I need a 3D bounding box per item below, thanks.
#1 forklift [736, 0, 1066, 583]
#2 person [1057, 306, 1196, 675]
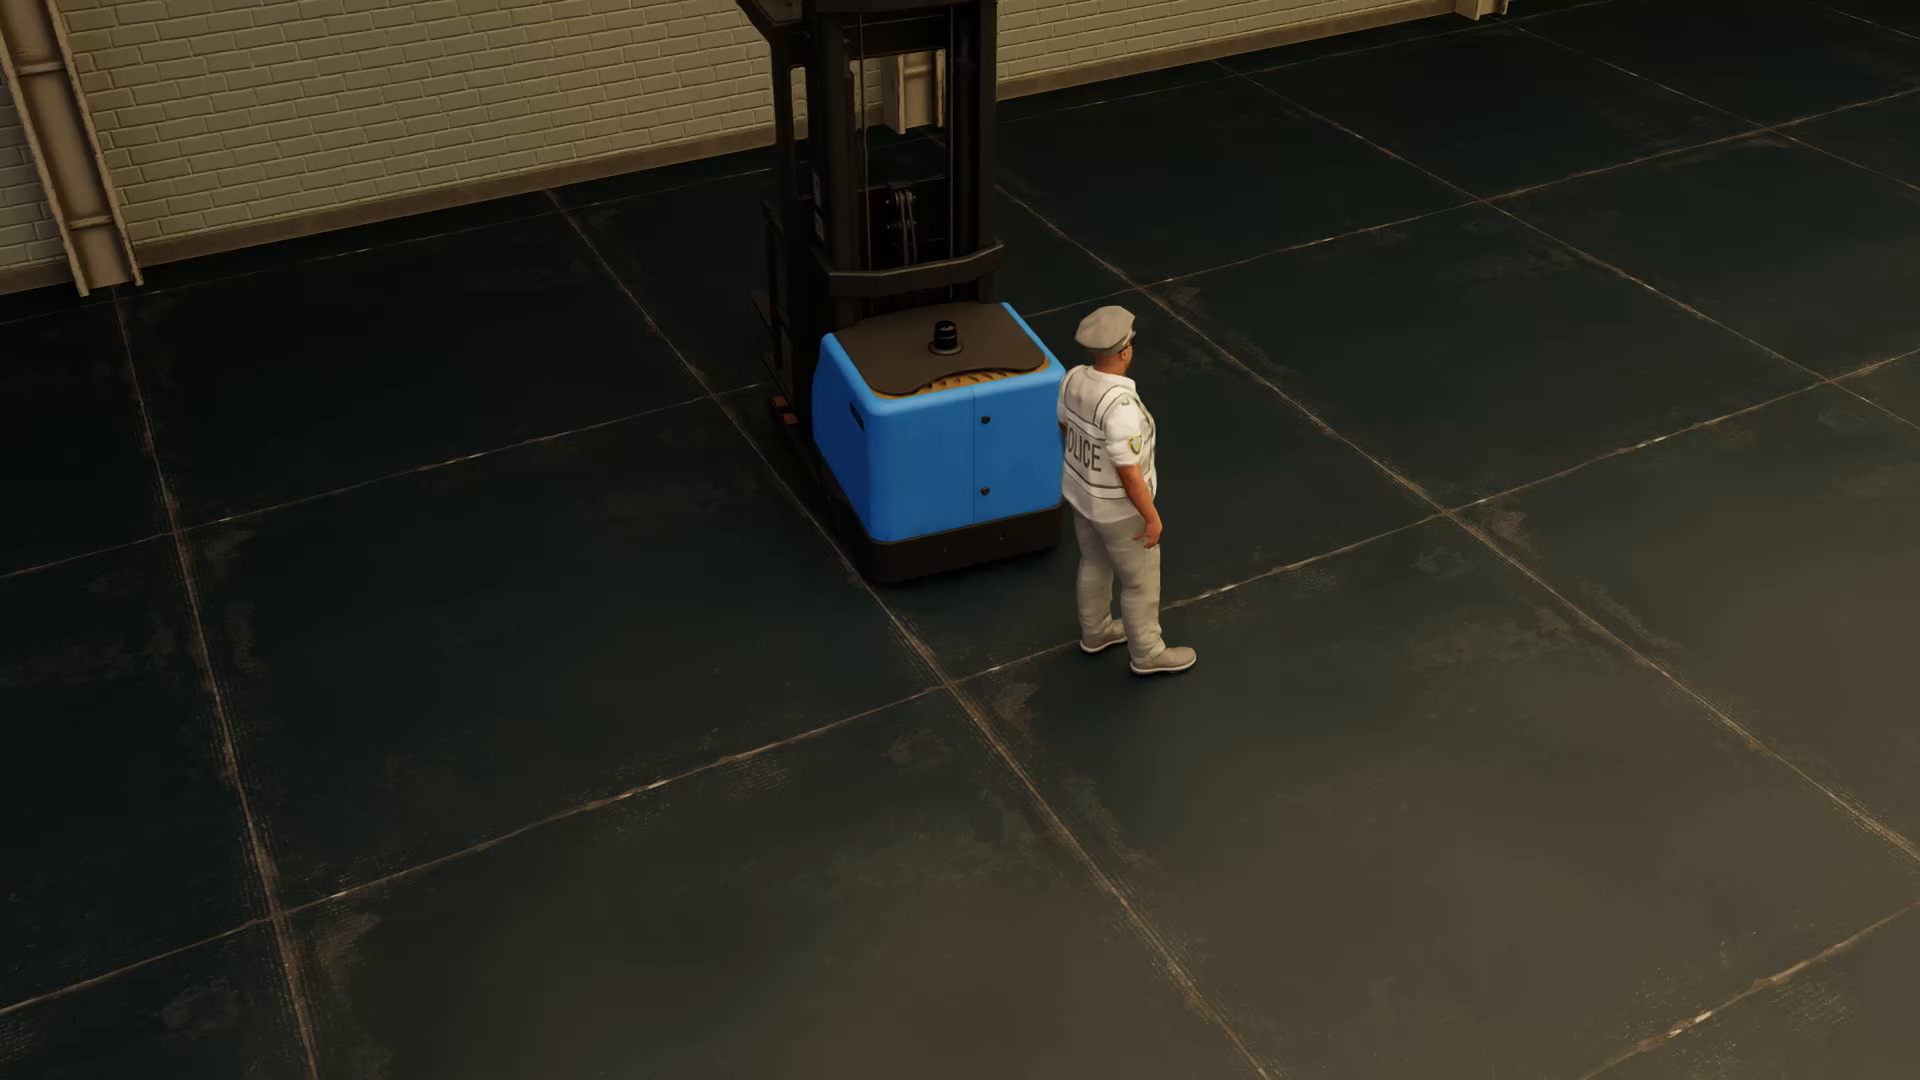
[{"bbox_3d":[-0.466,-1.831,8.713,1.130,2.935,3.031,-12,37,-17],"label":"forklift"},{"bbox_3d":[0.738,-0.229,7.446,0.546,1.777,0.660,-18,39,-24],"label":"person"}]
